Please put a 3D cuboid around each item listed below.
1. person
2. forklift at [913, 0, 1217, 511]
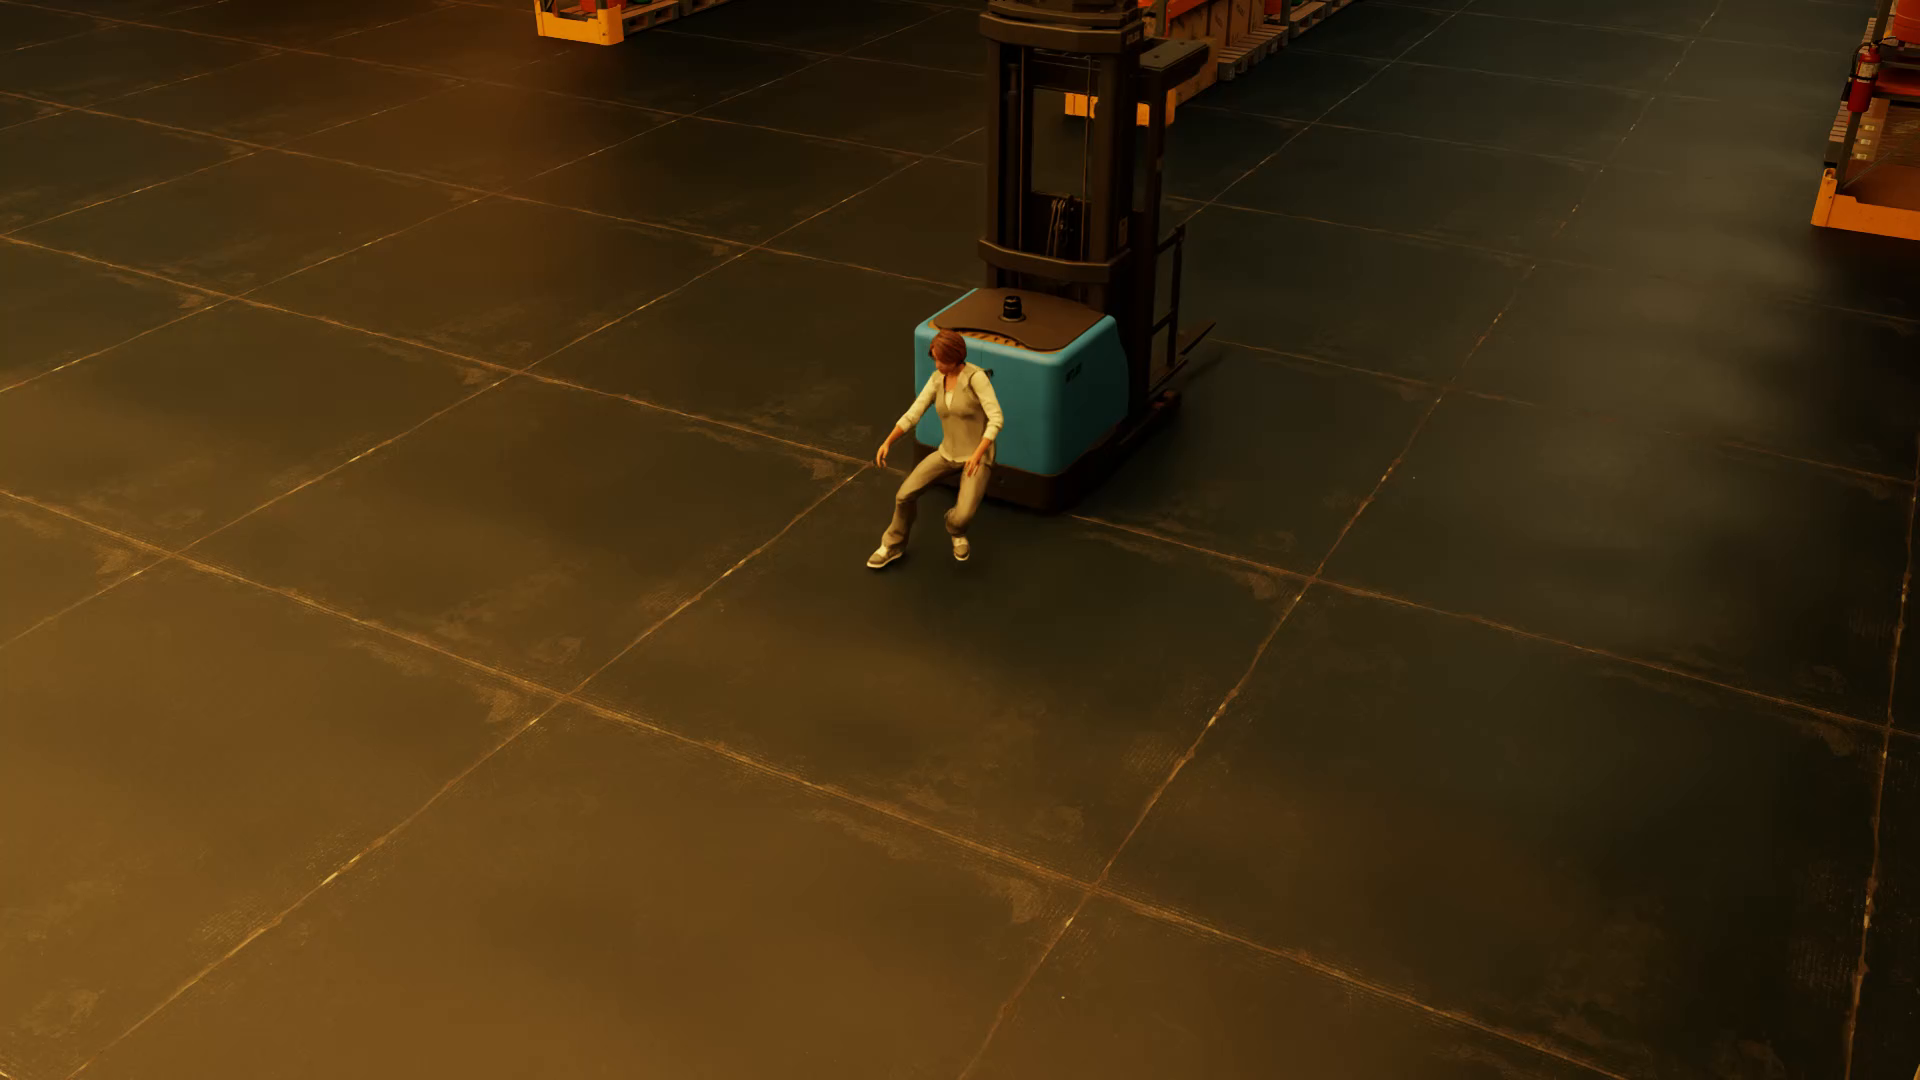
[{"bbox_3d":[-0.131,-0.457,9.348,0.701,1.432,0.639,21,36,32],"label":"person"},{"bbox_3d":[0.875,-2.154,10.802,1.130,2.935,3.031,16,34,26],"label":"forklift"}]
